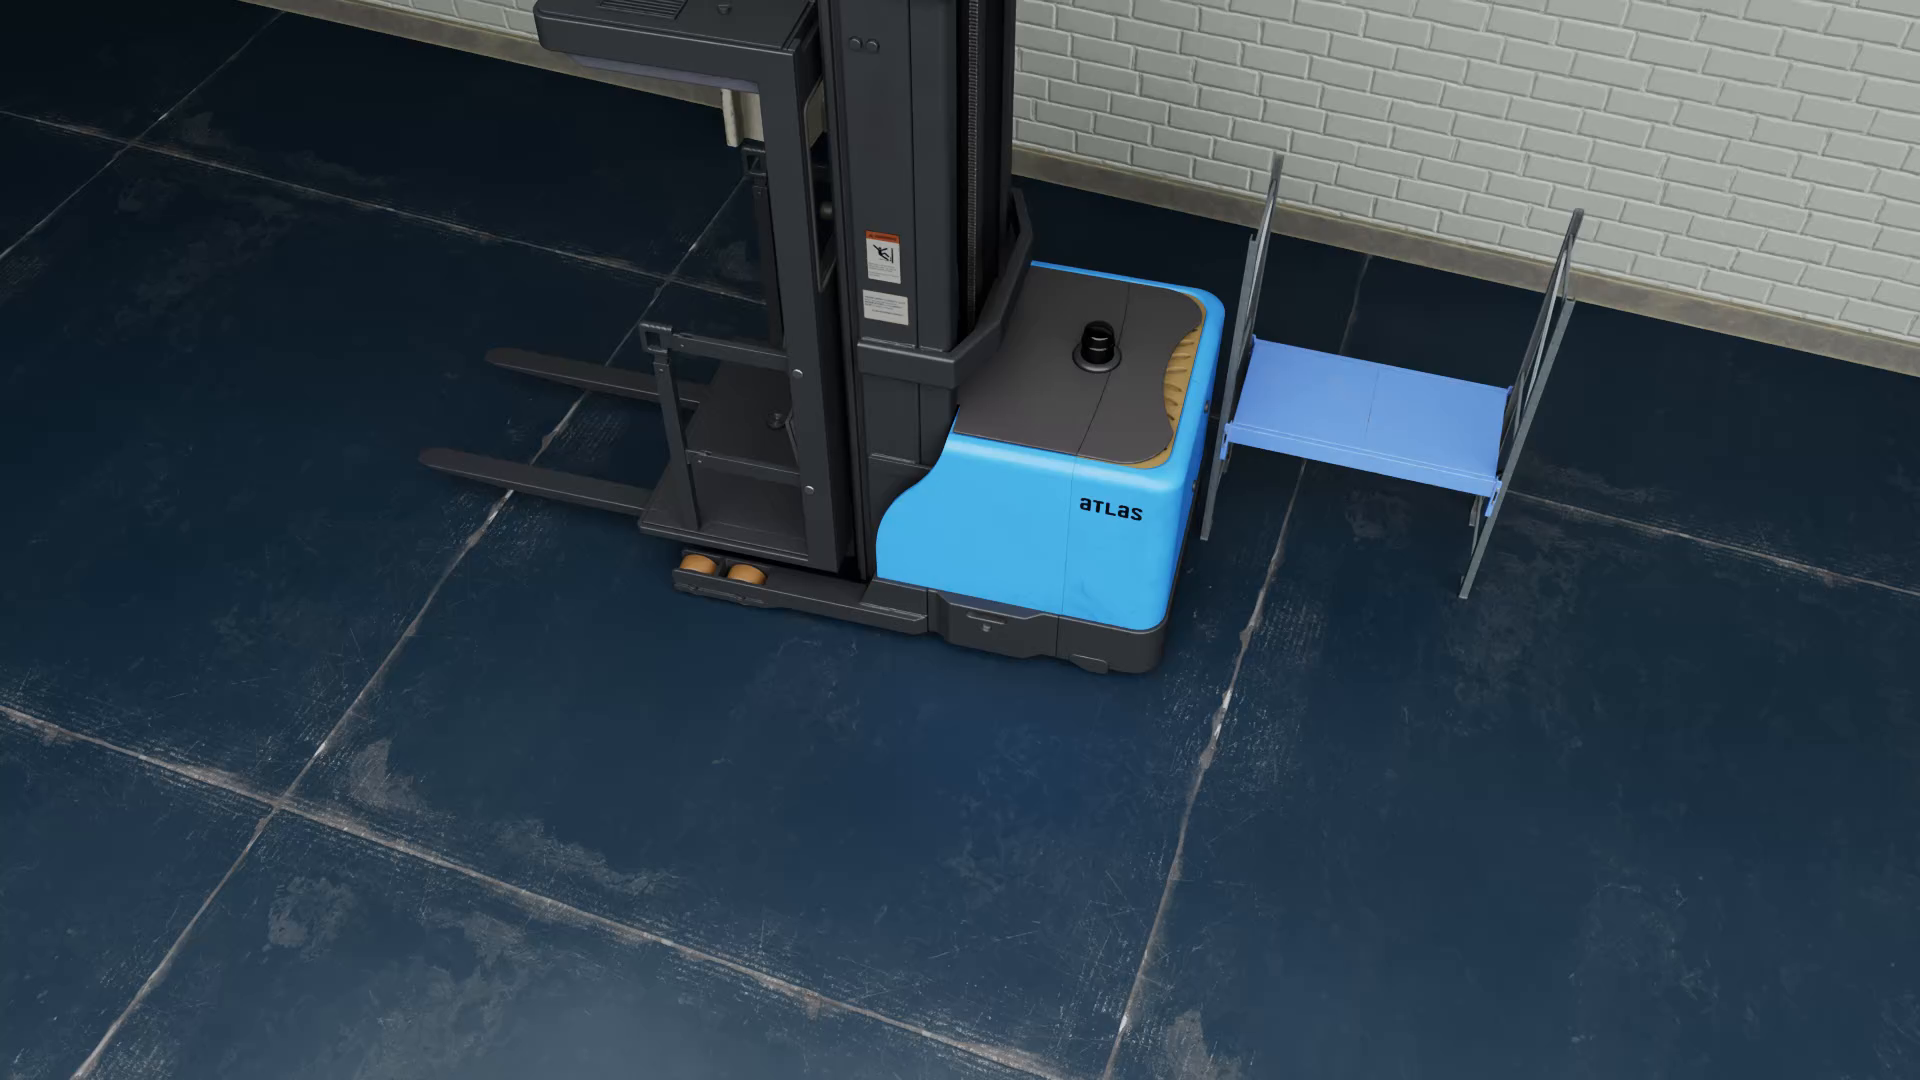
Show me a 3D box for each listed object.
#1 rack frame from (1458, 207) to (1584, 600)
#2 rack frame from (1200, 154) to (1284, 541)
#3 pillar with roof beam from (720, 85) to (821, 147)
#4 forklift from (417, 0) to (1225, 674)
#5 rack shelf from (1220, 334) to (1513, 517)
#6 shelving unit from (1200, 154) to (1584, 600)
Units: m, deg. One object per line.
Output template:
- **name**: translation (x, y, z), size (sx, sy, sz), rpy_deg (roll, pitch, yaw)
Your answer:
- **rack frame**: translation (2.014, -0.445, 6.010), size (0.032, 1.500, 0.500), rpy_deg (13, 50, 11)
- **rack frame**: translation (1.042, -0.671, 6.205), size (0.032, 1.500, 0.500), rpy_deg (13, 50, 11)
- **pillar with roof beam**: translation (-2.423, -1.934, 2.337), size (0.400, 9.000, 9.100), rpy_deg (16, 51, 13)
- **forklift**: translation (-0.609, -1.082, 5.615), size (3.031, 2.935, 1.130), rpy_deg (11, 50, 10)
- **rack shelf**: translation (1.528, -0.440, 6.244), size (1.000, 0.185, 0.538), rpy_deg (13, 50, 11)
- **shelving unit**: translation (1.528, -0.558, 6.108), size (1.048, 1.500, 0.538), rpy_deg (13, 50, 11)
